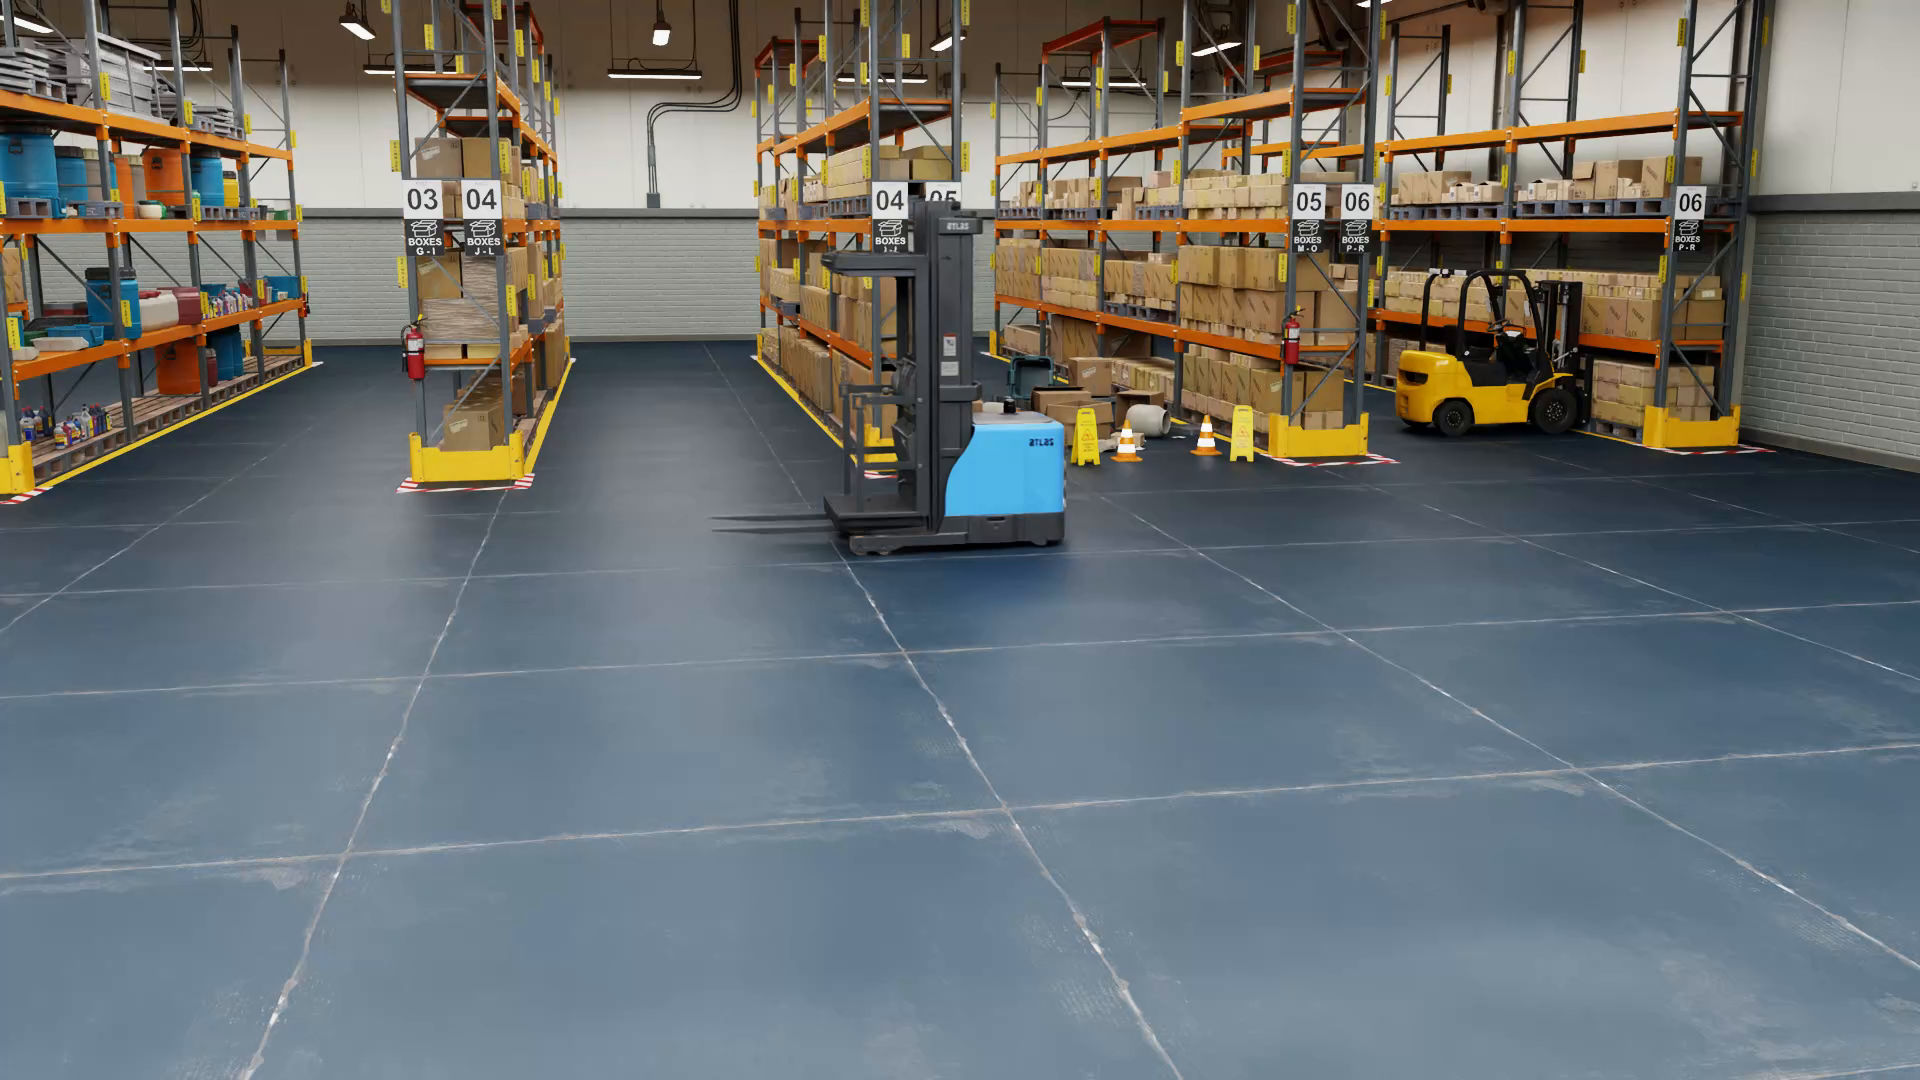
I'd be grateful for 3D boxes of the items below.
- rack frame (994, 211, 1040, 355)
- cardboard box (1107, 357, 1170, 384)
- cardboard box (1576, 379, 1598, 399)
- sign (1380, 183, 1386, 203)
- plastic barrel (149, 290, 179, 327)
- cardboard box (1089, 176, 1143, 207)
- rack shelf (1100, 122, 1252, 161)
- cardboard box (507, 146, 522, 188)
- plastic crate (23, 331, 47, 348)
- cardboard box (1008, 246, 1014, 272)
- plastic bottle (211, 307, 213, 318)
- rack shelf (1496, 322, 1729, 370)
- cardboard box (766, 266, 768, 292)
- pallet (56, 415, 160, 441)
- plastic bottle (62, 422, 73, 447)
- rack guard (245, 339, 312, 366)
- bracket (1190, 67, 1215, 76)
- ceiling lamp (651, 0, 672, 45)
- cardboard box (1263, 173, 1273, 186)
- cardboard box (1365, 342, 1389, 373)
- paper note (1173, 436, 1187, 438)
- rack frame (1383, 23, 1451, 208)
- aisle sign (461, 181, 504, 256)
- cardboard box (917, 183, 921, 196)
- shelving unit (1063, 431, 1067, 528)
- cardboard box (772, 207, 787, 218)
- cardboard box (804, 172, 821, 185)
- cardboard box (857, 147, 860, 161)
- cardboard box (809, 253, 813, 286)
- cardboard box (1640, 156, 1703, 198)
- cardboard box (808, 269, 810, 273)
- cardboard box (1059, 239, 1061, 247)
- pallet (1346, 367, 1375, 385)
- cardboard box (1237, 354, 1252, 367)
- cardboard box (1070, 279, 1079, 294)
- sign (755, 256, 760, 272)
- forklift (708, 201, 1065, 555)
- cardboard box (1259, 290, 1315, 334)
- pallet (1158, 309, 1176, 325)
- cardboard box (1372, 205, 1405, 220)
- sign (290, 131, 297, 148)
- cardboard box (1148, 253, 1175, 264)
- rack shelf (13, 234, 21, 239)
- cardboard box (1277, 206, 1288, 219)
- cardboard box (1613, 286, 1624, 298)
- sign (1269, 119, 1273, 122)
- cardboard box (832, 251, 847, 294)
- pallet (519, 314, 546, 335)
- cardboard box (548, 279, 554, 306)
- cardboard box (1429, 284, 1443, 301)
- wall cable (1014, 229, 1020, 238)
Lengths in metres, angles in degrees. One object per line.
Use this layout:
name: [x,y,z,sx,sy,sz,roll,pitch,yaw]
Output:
rack frame: [1.234,-5.431,35.211,1.000,3.000,0.127,-2,11,-11]
cardboard box: [2.890,-2.776,27.162,0.950,0.372,0.625,-3,11,-15]
cardboard box: [8.605,-2.043,22.304,0.500,0.250,0.500,-2,11,-12]
sign: [7.126,-5.854,28.023,0.100,0.325,0.005,-2,11,-11]
plastic barrel: [-11.379,-3.298,23.701,0.421,0.512,0.421,0,11,0]
cardboard box: [2.569,-5.758,27.507,0.797,0.503,0.637,-3,11,-15]
rack shelf: [3.179,-5.995,25.118,1.077,0.370,4.000,-2,11,-11]
cardboard box: [-5.815,-4.711,21.005,0.500,0.500,0.500,-2,11,-13]
plastic crate: [-11.024,-2.327,19.465,0.450,0.188,0.662,-2,11,-11]
cardboard box: [1.263,-5.685,33.600,0.500,0.500,0.500,-2,11,-11]
plastic bottle: [-11.668,-3.549,25.851,0.097,0.201,0.097,0,11,0]
rack shelf: [8.825,-2.692,22.739,1.077,0.370,4.000,-2,11,-11]
cardboard box: [-3.468,-5.055,32.170,0.500,0.500,0.500,-2,11,-12]
pallet: [-11.202,-1.463,21.818,1.003,0.211,1.213,-2,11,-11]
plastic bottle: [-10.306,-1.224,19.194,0.061,0.283,0.133,-2,11,-10]
rack guard: [-13.362,-3.667,32.625,1.175,0.500,0.348,-2,11,-11]
bracket: [5.490,-11.431,41.060,0.076,0.066,5.218,-2,11,-11]
ceiling lamp: [-4.843,-10.099,28.079,0.800,3.185,2.000,-2,11,-11]
cardboard box: [3.911,-4.385,20.229,0.380,0.149,0.250,-2,11,-12]
cardboard box: [7.365,-3.193,29.015,0.500,0.500,0.500,-2,11,-9]
paper note: [2.862,-1.348,21.695,0.142,0.019,0.148,-6,13,-31]
rack frame: [7.658,-7.093,27.893,1.000,3.000,0.127,-2,11,-11]
aisle sign: [-5.068,-3.413,17.654,0.394,0.787,0.004,-2,11,-11]
cardboard box: [-0.292,-4.025,19.081,0.380,0.149,0.250,-2,11,-10]
shelving unit: [0.846,-0.566,15.265,0.210,0.900,0.258,-2,11,-10]
cardboard box: [-3.184,-5.979,30.468,0.500,0.250,0.500,-2,11,-10]
cardboard box: [-2.379,-5.729,26.438,0.396,0.266,0.258,-2,11,-11]
cardboard box: [-0.985,-4.438,19.117,0.380,0.149,0.250,-2,11,-10]
cardboard box: [-1.968,-4.223,25.921,0.700,0.500,0.500,-2,11,-11]
cardboard box: [8.889,-4.529,20.787,0.500,0.500,0.500,-2,11,-9]
cardboard box: [-2.501,-4.759,29.633,0.380,0.149,0.250,-2,11,-13]
cardboard box: [2.049,-5.716,32.029,0.380,0.149,0.250,-2,11,-12]
pallet: [7.550,-2.914,29.441,1.003,0.211,1.213,-2,11,-11]
cardboard box: [3.752,-2.288,21.186,0.380,0.149,0.250,-2,11,-10]
cardboard box: [2.224,-4.403,28.870,0.500,0.250,0.500,-2,11,-12]
sign: [-4.134,-5.638,33.983,0.100,0.325,0.005,-2,11,-11]
forklift: [-0.661,-1.417,14.302,3.031,2.935,1.130,-2,11,-10]
cardboard box: [3.970,-2.782,20.226,0.500,0.500,0.500,-2,11,-12]
pallet: [3.562,-3.282,24.430,1.003,0.211,1.213,-2,11,-11]
cardboard box: [7.321,-5.631,28.636,0.500,0.250,0.500,-2,11,-13]
sign: [-12.808,-7.703,31.961,0.100,0.325,0.005,-2,11,-11]
cardboard box: [3.034,-4.203,24.833,0.380,0.149,0.250,-3,11,-13]
rack shelf: [-17.815,-5.465,29.288,1.077,0.370,4.000,-2,11,-11]
cardboard box: [4.002,-3.902,19.826,0.380,0.149,0.250,-2,11,-11]
cardboard box: [8.766,-3.241,21.699,0.380,0.149,0.250,-2,11,-11]
sign: [6.651,-9.113,35.586,0.100,0.325,0.005,-2,11,-11]
cardboard box: [-1.230,-3.567,22.127,0.875,0.550,0.550,-2,11,-11]
pallet: [-6.158,-2.921,22.536,1.003,0.211,1.213,-2,11,-11]
cardboard box: [-7.260,-4.220,28.577,0.500,0.500,0.500,-2,11,-9]
cardboard box: [7.810,-3.946,26.469,0.500,0.250,0.500,-2,11,-10]
wall cable: [1.504,-7.018,40.827,0.588,1.984,0.122,-2,11,-11]
